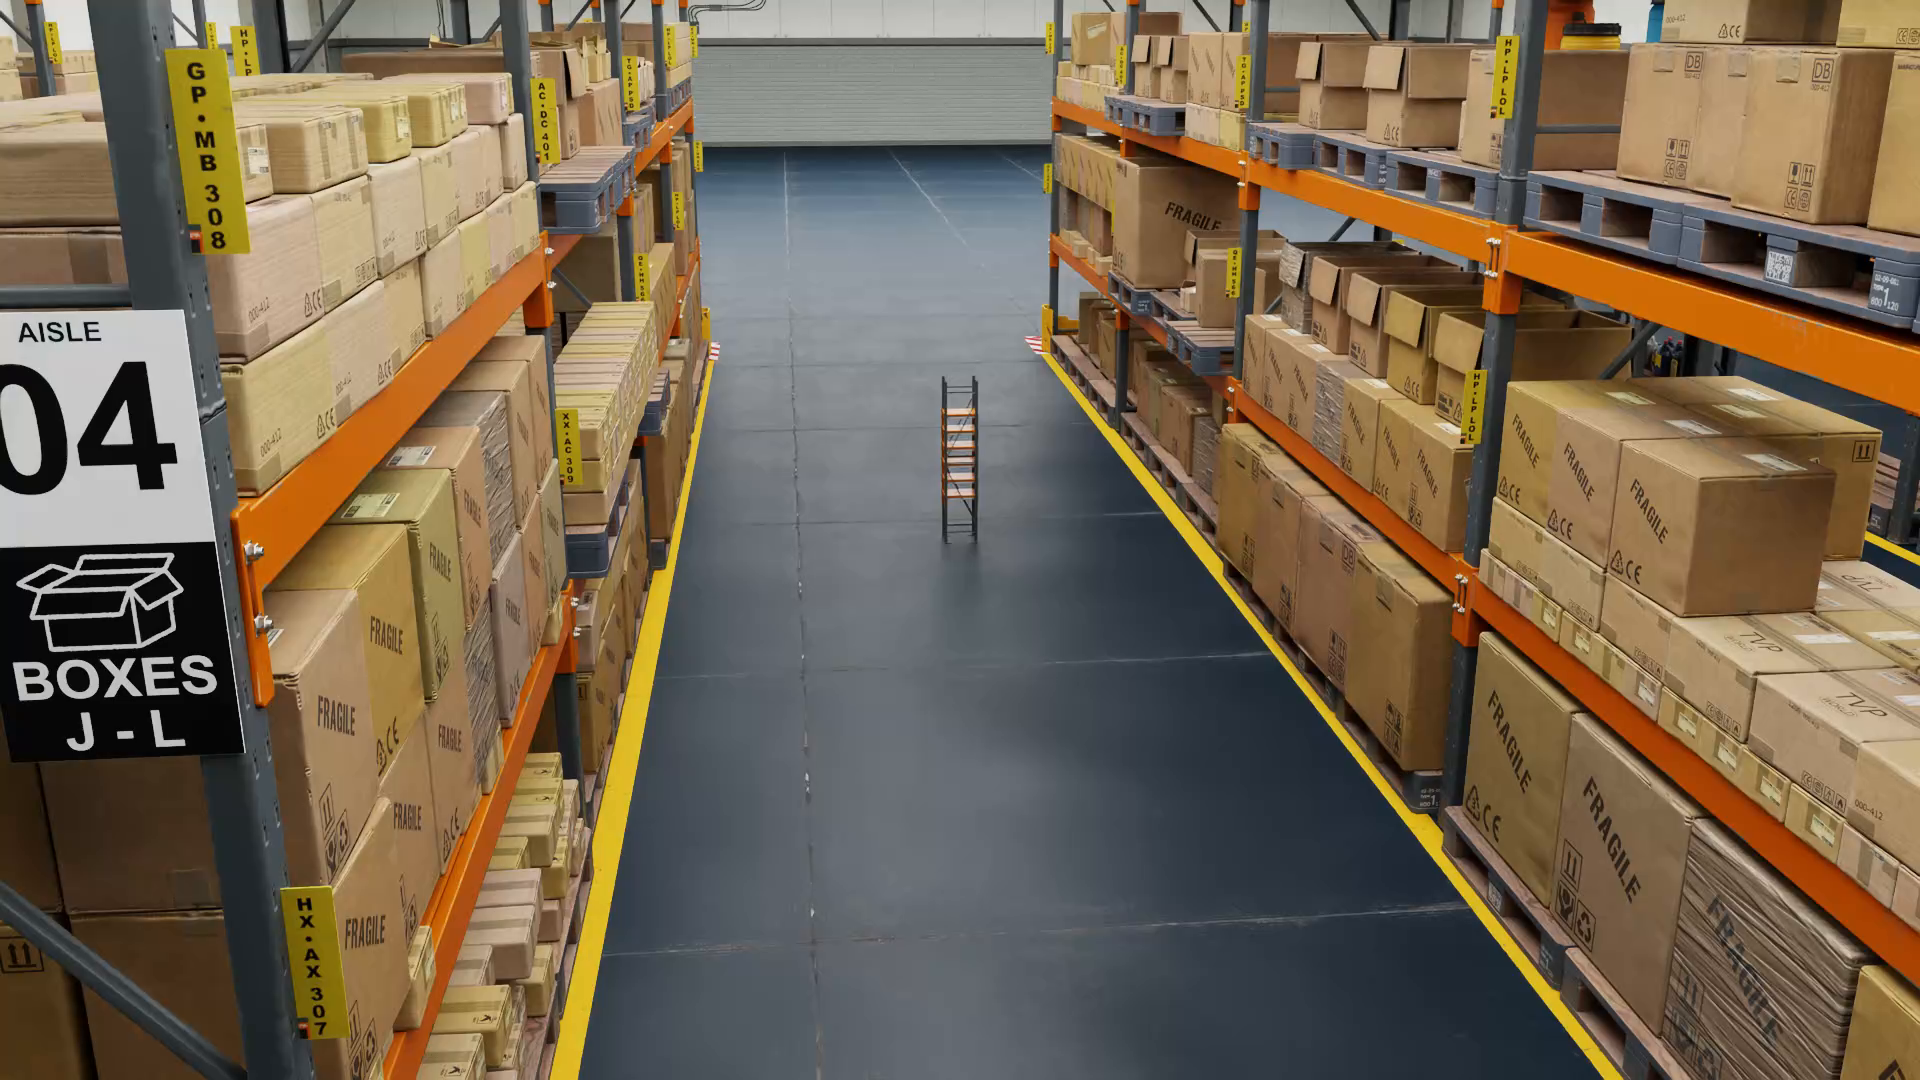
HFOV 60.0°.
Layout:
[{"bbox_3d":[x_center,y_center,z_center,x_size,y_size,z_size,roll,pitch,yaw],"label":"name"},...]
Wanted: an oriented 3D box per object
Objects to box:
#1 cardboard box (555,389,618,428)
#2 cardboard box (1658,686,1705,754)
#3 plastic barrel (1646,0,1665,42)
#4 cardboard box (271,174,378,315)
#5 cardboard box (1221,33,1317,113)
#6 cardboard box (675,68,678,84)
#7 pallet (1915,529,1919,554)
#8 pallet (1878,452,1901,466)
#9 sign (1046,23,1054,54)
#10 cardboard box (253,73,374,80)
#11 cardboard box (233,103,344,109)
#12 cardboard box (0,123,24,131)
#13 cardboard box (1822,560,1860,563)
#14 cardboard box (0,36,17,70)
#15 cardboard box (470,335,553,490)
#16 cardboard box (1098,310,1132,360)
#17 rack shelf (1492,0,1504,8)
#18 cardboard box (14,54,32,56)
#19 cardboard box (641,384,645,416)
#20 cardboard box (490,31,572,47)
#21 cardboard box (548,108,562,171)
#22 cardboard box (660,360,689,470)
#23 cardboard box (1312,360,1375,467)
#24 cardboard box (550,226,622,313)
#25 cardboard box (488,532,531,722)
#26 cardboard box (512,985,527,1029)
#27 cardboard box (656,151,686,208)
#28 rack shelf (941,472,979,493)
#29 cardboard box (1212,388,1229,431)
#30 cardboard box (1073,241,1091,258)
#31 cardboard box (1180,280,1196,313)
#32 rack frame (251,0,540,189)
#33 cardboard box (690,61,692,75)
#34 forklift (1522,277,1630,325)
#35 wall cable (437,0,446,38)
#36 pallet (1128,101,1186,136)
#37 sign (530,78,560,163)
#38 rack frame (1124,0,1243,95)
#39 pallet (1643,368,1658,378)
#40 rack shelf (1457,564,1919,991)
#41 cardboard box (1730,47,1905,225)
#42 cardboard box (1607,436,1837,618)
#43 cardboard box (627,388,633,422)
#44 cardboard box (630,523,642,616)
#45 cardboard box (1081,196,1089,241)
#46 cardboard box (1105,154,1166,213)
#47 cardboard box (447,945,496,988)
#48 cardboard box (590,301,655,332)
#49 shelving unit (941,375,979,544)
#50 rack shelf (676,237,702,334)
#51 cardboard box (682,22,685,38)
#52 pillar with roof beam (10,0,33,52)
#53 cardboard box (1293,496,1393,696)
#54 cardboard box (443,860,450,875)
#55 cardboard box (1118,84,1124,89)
[{"bbox_3d":[-1.821,-0.612,7.843,0.380,0.149,0.250,-2,18,-5],"label":"cardboard box"},{"bbox_3d":[2.627,0.603,5.668,0.380,0.149,0.250,-2,18,-7],"label":"cardboard box"},{"bbox_3d":[6.870,-4.787,15.870,0.600,0.901,0.708,-2,18,-6],"label":"plastic barrel"},{"bbox_3d":[-1.608,-0.657,3.670,0.500,0.250,0.500,-2,18,-6],"label":"cardboard box"},{"bbox_3d":[2.054,-3.123,11.108,0.500,0.500,0.500,-1,17,-4],"label":"cardboard box"},{"bbox_3d":[-2.782,-4.244,15.232,0.380,0.149,0.250,-2,18,-7],"label":"cardboard box"},{"bbox_3d":[7.401,0.140,11.380,1.003,0.211,1.213,-2,18,-6],"label":"pallet"},{"bbox_3d":[7.115,-0.689,14.018,1.003,0.211,1.213,-2,18,-6],"label":"pallet"},{"bbox_3d":[0.987,-5.486,18.177,0.100,0.325,0.005,-2,18,-6],"label":"sign"},{"bbox_3d":[-2.390,-1.651,6.169,0.380,0.149,0.250,-2,18,-7],"label":"cardboard box"},{"bbox_3d":[-1.693,-0.962,3.976,0.380,0.149,0.250,-1,17,-4],"label":"cardboard box"},{"bbox_3d":[-2.043,-0.719,3.201,0.380,0.149,0.250,-2,17,-5],"label":"cardboard box"},{"bbox_3d":[3.127,0.128,6.517,0.500,0.250,0.500,-1,17,-4],"label":"cardboard box"},{"bbox_3d":[-7.731,-3.787,12.937,0.500,0.250,0.500,-1,17,-4],"label":"cardboard box"},{"bbox_3d":[-1.862,-0.491,6.402,0.500,0.500,0.500,-2,18,-8],"label":"cardboard box"},{"bbox_3d":[1.716,-2.112,17.368,0.500,0.500,0.500,0,17,0],"label":"cardboard box"},{"bbox_3d":[6.660,-5.540,16.669,1.077,0.370,4.000,-2,18,-6],"label":"rack shelf"},{"bbox_3d":[-8.208,-4.092,14.283,0.380,0.149,0.250,-1,17,-4],"label":"cardboard box"},{"bbox_3d":[-1.982,-0.791,9.406,0.380,0.149,0.250,-3,18,-8],"label":"cardboard box"},{"bbox_3d":[-3.050,-3.384,11.907,0.500,0.500,0.500,-2,18,-6],"label":"cardboard box"},{"bbox_3d":[-2.061,-1.814,7.388,0.500,0.311,0.500,-2,18,-6],"label":"cardboard box"},{"bbox_3d":[-2.755,-0.997,13.401,1.050,0.750,0.750,-2,18,-6],"label":"cardboard box"},{"bbox_3d":[2.293,-0.711,9.266,0.500,0.500,0.500,-2,18,-5],"label":"cardboard box"},{"bbox_3d":[-2.628,-1.807,11.089,0.700,0.500,0.500,-2,18,-6],"label":"cardboard box"},{"bbox_3d":[-1.746,0.292,5.575,0.500,0.500,0.500,-2,18,-6],"label":"cardboard box"},{"bbox_3d":[-1.733,1.698,5.820,0.380,0.149,0.250,-1,17,-5],"label":"cardboard box"},{"bbox_3d":[-3.162,-3.521,16.331,0.875,0.550,0.500,-2,18,-6],"label":"cardboard box"},{"bbox_3d":[-0.001,-0.420,12.060,0.258,0.103,0.180,-2,18,-6],"label":"rack shelf"},{"bbox_3d":[2.188,-1.003,12.550,0.500,0.250,0.500,0,17,1],"label":"cardboard box"},{"bbox_3d":[1.378,-2.993,17.121,0.380,0.149,0.250,-2,18,-6],"label":"cardboard box"},{"bbox_3d":[1.912,-1.896,12.732,0.396,0.266,0.258,-2,18,-7],"label":"cardboard box"},{"bbox_3d":[-2.179,-2.819,6.132,1.000,3.000,0.127,-2,18,-6],"label":"rack frame"},{"bbox_3d":[-3.046,-5.002,17.647,0.380,0.149,0.250,-2,18,-6],"label":"cardboard box"},{"bbox_3d":[5.012,-1.883,13.282,3.031,2.935,1.130,7,19,21],"label":"forklift"},{"bbox_3d":[-16.174,-14.196,47.556,3.097,2.526,0.112,-2,18,-6],"label":"wall cable"},{"bbox_3d":[2.007,-3.308,13.013,1.213,0.211,1.003,-2,18,-6],"label":"pallet"},{"bbox_3d":[-1.640,-1.653,6.565,0.100,0.325,0.005,-2,18,-6],"label":"sign"},{"bbox_3d":[1.940,-5.325,14.116,1.000,3.000,0.127,-2,18,-6],"label":"rack frame"},{"bbox_3d":[6.838,-1.487,16.561,1.003,0.211,1.213,-2,18,-6],"label":"pallet"},{"bbox_3d":[2.971,0.860,5.633,1.077,0.370,4.000,-2,18,-6],"label":"rack shelf"},{"bbox_3d":[2.869,-1.255,5.123,0.700,0.500,0.500,-1,17,-3],"label":"cardboard box"},{"bbox_3d":[2.661,-0.055,5.847,0.500,0.500,0.500,-2,18,-7],"label":"cardboard box"},{"bbox_3d":[-1.903,-0.701,8.625,0.380,0.149,0.250,-2,18,-7],"label":"cardboard box"},{"bbox_3d":[-2.214,0.187,10.046,0.500,0.500,0.500,-1,17,-3],"label":"cardboard box"},{"bbox_3d":[1.736,-3.384,17.285,0.875,0.500,0.500,-2,18,-6],"label":"cardboard box"},{"bbox_3d":[1.619,-3.255,15.205,0.500,0.500,0.500,-2,18,-6],"label":"cardboard box"},{"bbox_3d":[-1.759,1.481,5.516,0.380,0.149,0.250,-2,18,-6],"label":"cardboard box"},{"bbox_3d":[-2.085,-1.381,10.292,0.380,0.149,0.250,-2,18,-8],"label":"cardboard box"},{"bbox_3d":[-0.001,-0.577,12.011,0.258,1.200,0.189,-2,18,-6],"label":"shelving unit"},{"bbox_3d":[-3.211,-2.593,16.628,1.077,0.370,4.000,-2,18,-6],"label":"rack shelf"},{"bbox_3d":[-2.941,-5.079,16.560,0.380,0.149,0.250,-2,18,-5],"label":"cardboard box"},{"bbox_3d":[-11.047,-9.529,27.507,9.100,9.000,0.400,-2,18,-6],"label":"pillar with roof beam"},{"bbox_3d":[2.586,0.278,9.131,1.225,0.875,0.875,-2,18,-8],"label":"cardboard box"},{"bbox_3d":[-1.680,0.863,4.839,0.380,0.149,0.250,-2,18,-7],"label":"cardboard box"},{"bbox_3d":[1.619,-4.101,14.808,0.380,0.149,0.250,-1,17,-4],"label":"cardboard box"}]
